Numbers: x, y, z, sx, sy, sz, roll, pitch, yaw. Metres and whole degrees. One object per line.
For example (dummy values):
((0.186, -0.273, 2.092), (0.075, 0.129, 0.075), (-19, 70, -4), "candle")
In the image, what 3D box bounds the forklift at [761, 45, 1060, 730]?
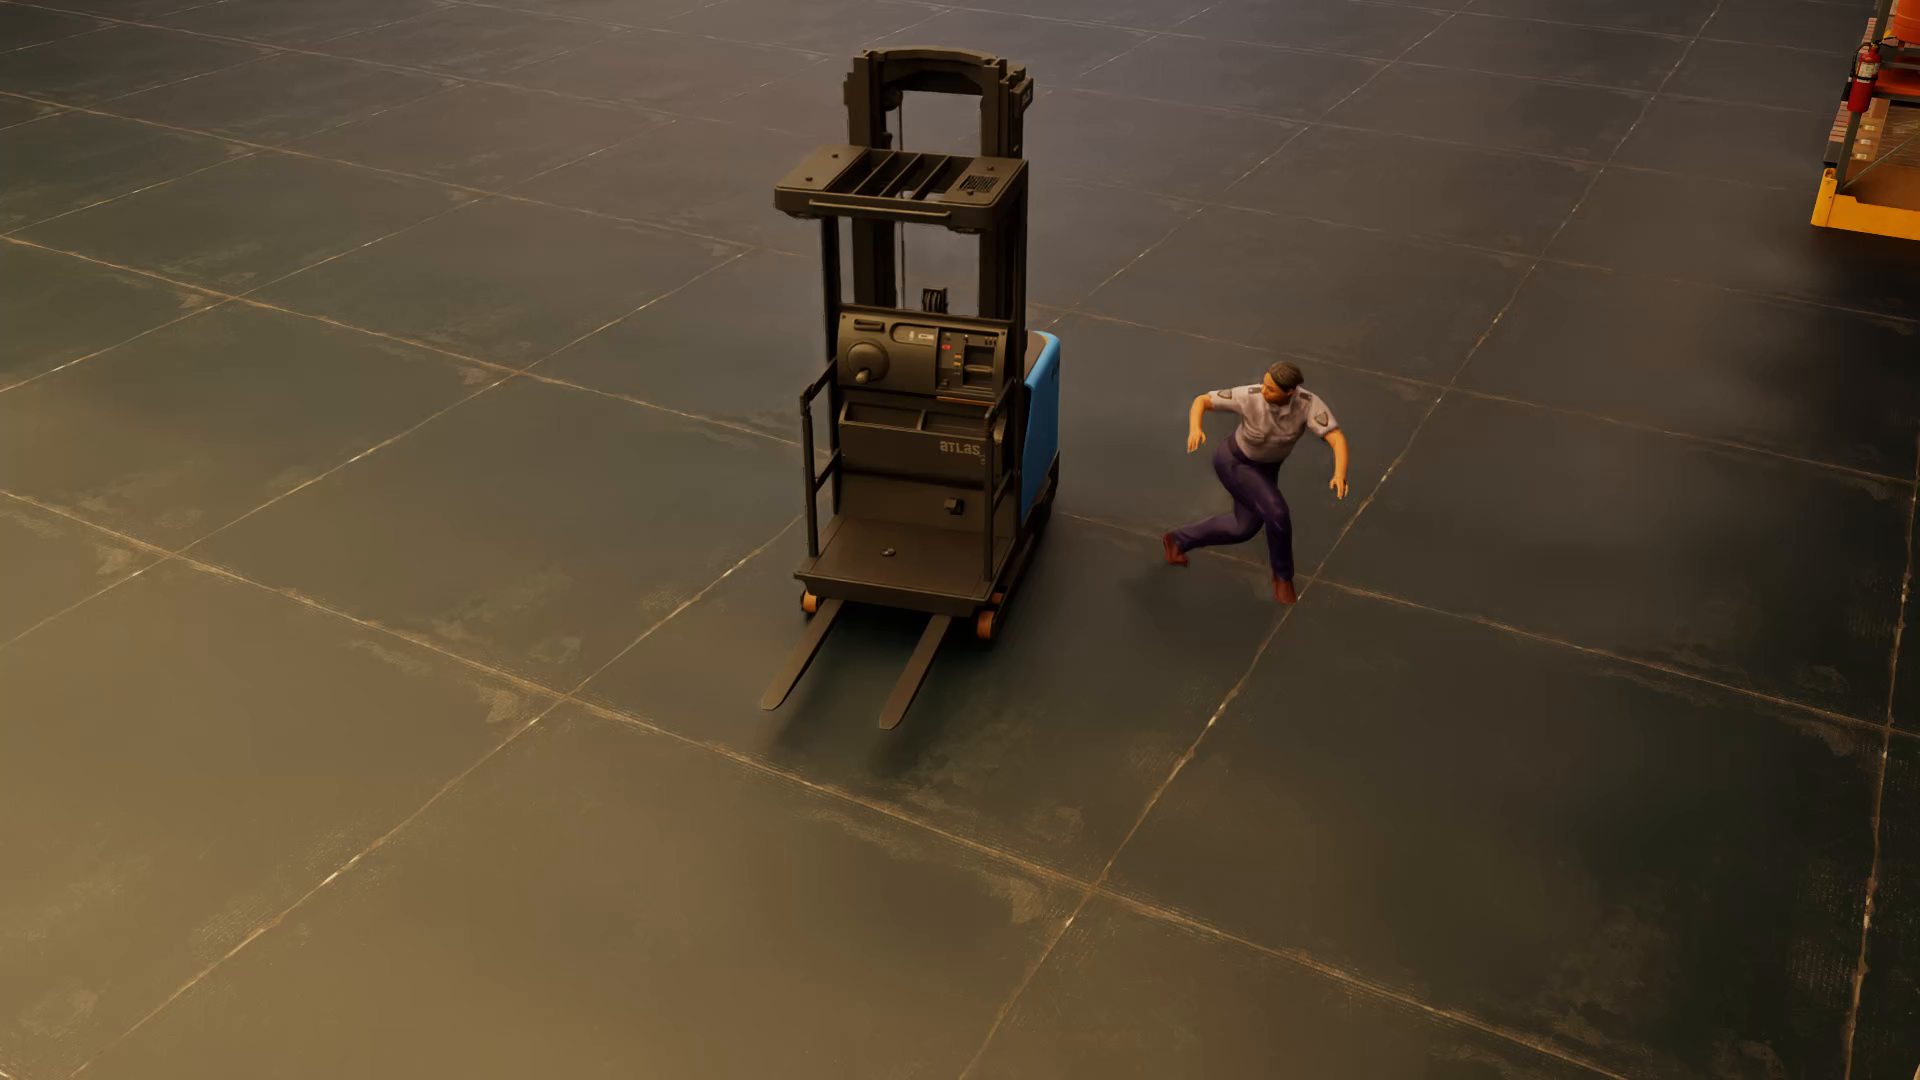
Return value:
((-0.258, -0.940, 8.699), (1.130, 2.935, 3.031), (8, 31, 13), "forklift")

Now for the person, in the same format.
((1.612, -0.296, 9.152), (0.836, 1.433, 1.081), (-16, 34, -25), "person")
